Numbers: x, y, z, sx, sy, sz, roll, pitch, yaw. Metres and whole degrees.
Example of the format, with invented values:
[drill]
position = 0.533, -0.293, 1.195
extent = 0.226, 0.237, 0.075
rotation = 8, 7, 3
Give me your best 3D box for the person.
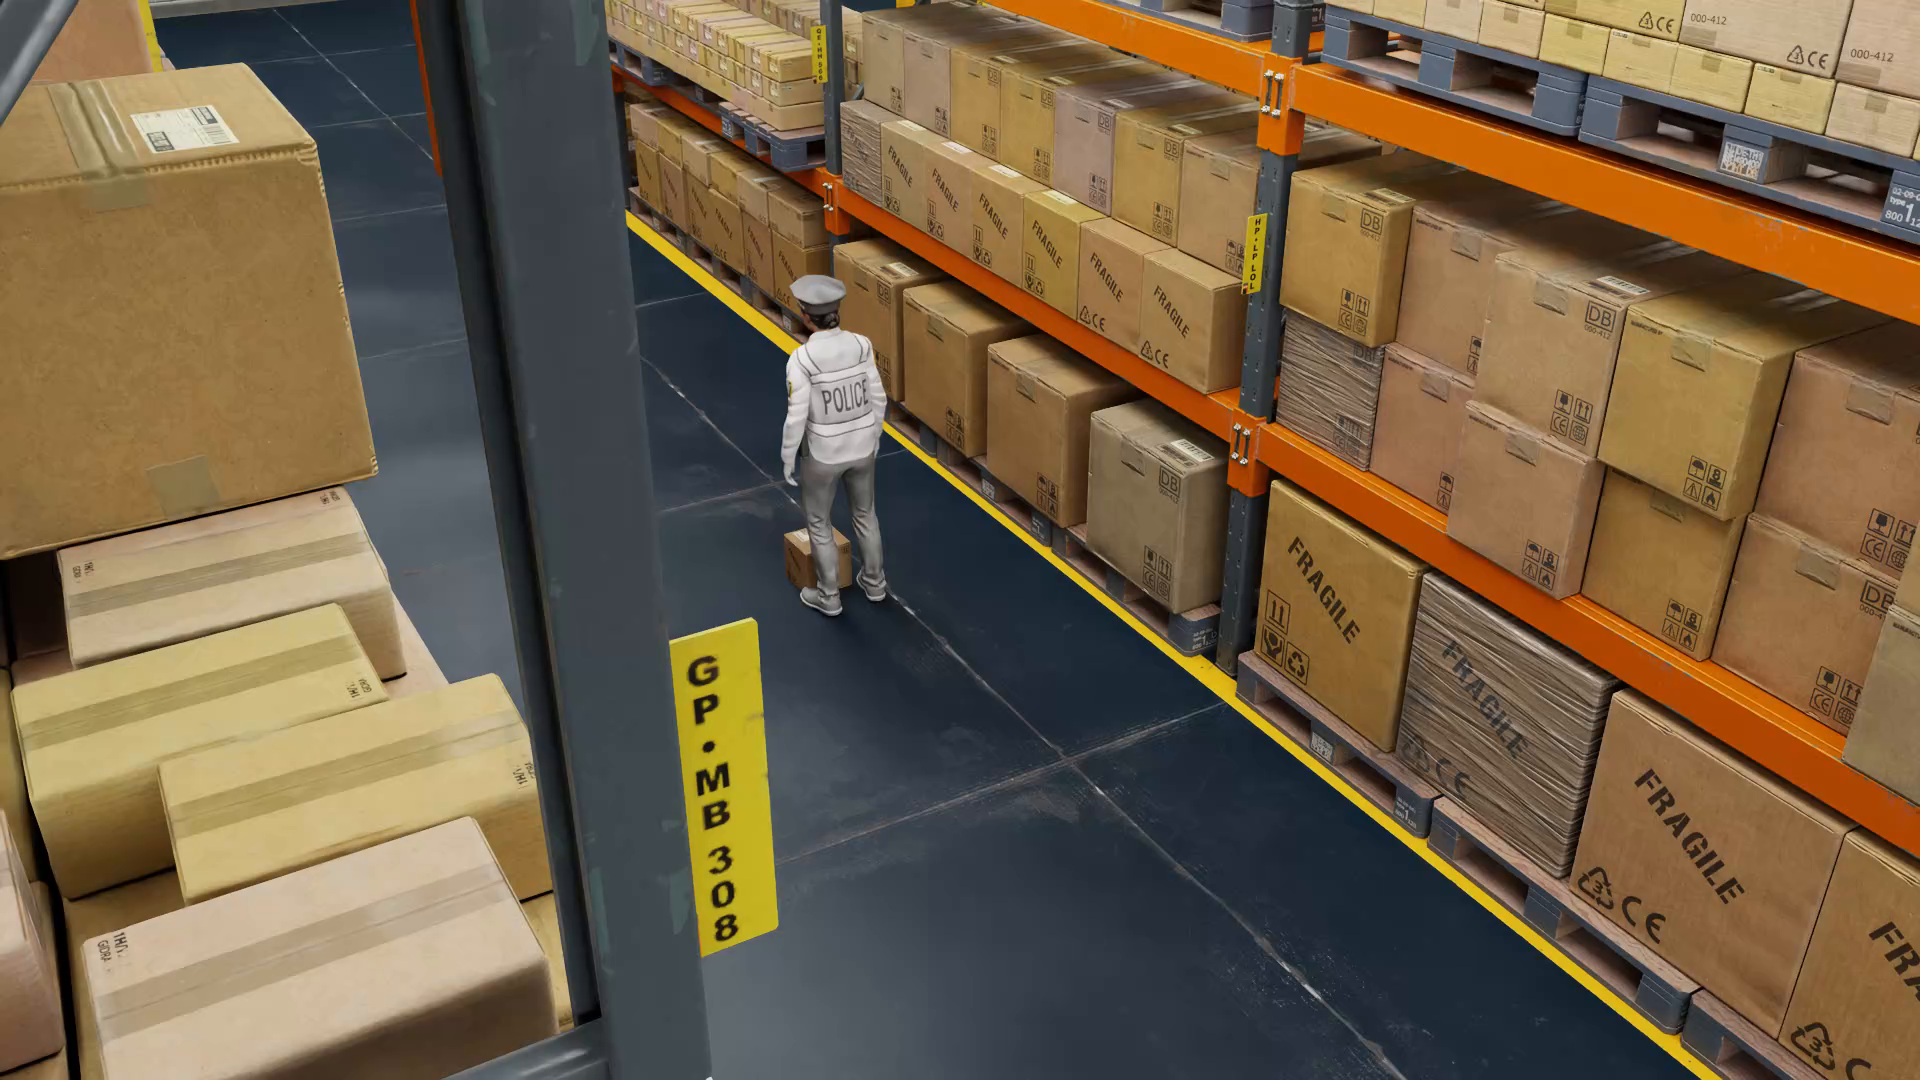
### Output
[person]
position = -0.595, -0.419, 7.872
extent = 0.540, 1.663, 0.375
rotation = -17, 33, -28
